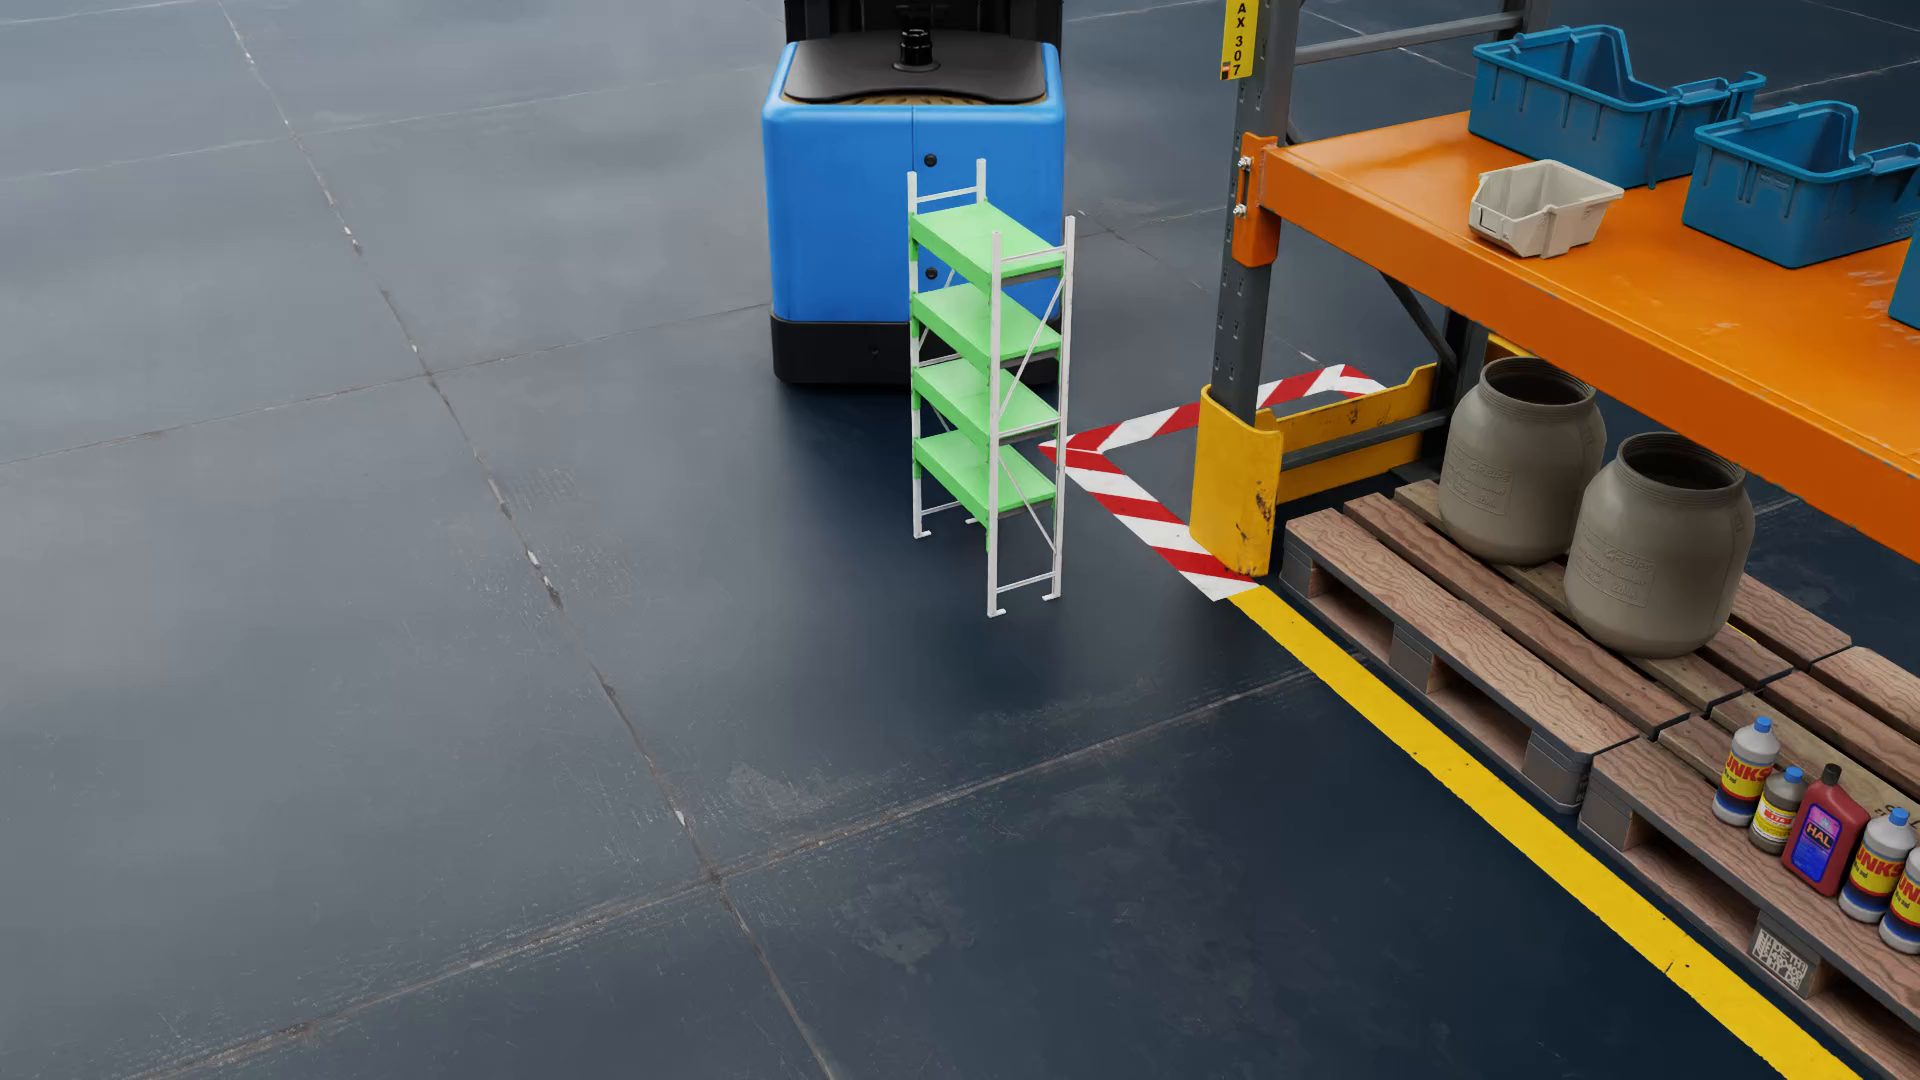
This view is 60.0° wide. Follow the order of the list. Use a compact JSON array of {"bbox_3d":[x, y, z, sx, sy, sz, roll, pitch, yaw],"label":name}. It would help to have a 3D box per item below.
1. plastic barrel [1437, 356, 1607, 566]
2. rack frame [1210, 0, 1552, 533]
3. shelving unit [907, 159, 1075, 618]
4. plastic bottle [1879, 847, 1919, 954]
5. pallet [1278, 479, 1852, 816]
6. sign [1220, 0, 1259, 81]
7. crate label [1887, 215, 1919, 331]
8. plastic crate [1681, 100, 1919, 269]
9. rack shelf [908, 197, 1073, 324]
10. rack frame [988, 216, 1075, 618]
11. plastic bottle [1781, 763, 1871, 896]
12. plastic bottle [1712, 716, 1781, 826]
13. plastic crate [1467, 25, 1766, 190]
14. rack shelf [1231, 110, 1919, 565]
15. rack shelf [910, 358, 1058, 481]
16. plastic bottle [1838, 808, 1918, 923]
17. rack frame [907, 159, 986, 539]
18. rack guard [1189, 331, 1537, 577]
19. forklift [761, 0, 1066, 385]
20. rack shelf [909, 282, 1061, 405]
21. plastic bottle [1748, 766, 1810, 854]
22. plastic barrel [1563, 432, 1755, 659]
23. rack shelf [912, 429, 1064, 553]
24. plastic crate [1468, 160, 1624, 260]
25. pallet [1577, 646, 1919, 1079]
[{"bbox_3d":[1.600,-0.225,4.737,0.421,0.512,0.421,0,33,0],"label":"plastic barrel"},{"bbox_3d":[1.225,-1.390,4.639,1.000,3.000,0.127,-16,36,-23],"label":"rack frame"},{"bbox_3d":[0.077,-0.426,4.803,0.258,1.200,0.503,-16,36,-23],"label":"shelving unit"},{"bbox_3d":[2.001,0.728,3.454,0.097,0.271,0.097,0,33,0],"label":"plastic bottle"},{"bbox_3d":[1.676,0.197,4.746,1.003,0.211,1.213,-16,36,-23],"label":"pallet"},{"bbox_3d":[0.737,-1.370,4.352,0.100,0.325,0.005,-16,36,-23],"label":"sign"},{"bbox_3d":[2.323,-0.595,3.365,0.502,0.435,0.616,-16,36,-23],"label":"crate label"},{"bbox_3d":[2.021,-0.853,3.938,0.499,0.251,0.408,-16,36,-23],"label":"plastic crate"},{"bbox_3d":[0.077,-0.777,4.579,0.258,0.148,0.480,-16,36,-23],"label":"rack shelf"},{"bbox_3d":[0.191,-0.310,4.621,0.240,1.200,0.015,-16,36,-23],"label":"rack frame"},{"bbox_3d":[1.884,0.625,3.605,0.061,0.283,0.133,-15,36,-22],"label":"plastic bottle"},{"bbox_3d":[1.795,0.517,3.784,0.097,0.271,0.097,0,33,0],"label":"plastic bottle"},{"bbox_3d":[1.723,-1.164,4.424,0.499,0.251,0.616,-16,36,-23],"label":"plastic crate"},{"bbox_3d":[2.158,-0.133,3.344,1.077,0.370,4.000,-16,36,-23],"label":"rack shelf"},{"bbox_3d":[0.077,-0.372,4.837,0.258,0.148,0.480,-16,36,-23],"label":"rack shelf"},{"bbox_3d":[1.955,0.681,3.528,0.097,0.271,0.097,0,33,0],"label":"plastic bottle"},{"bbox_3d":[-0.037,-0.543,4.985,0.240,1.200,0.015,-16,36,-23],"label":"rack frame"},{"bbox_3d":[1.302,-0.313,5.276,1.175,0.500,0.348,-16,36,-23],"label":"rack guard"},{"bbox_3d":[-0.139,-2.551,6.515,1.130,2.935,3.031,0,33,1],"label":"forklift"},{"bbox_3d":[0.077,-0.574,4.708,0.258,0.148,0.480,-16,36,-23],"label":"rack shelf"},{"bbox_3d":[1.843,0.596,3.726,0.097,0.201,0.097,0,33,0],"label":"plastic bottle"},{"bbox_3d":[1.834,0.015,4.364,0.421,0.512,0.421,0,33,0],"label":"plastic barrel"},{"bbox_3d":[0.077,-0.170,4.967,0.258,0.148,0.480,-16,36,-23],"label":"rack shelf"},{"bbox_3d":[1.358,-0.771,3.918,0.298,0.136,0.250,-16,36,-23],"label":"plastic crate"},{"bbox_3d":[2.241,0.779,3.839,1.003,0.211,1.213,-16,36,-23],"label":"pallet"}]
